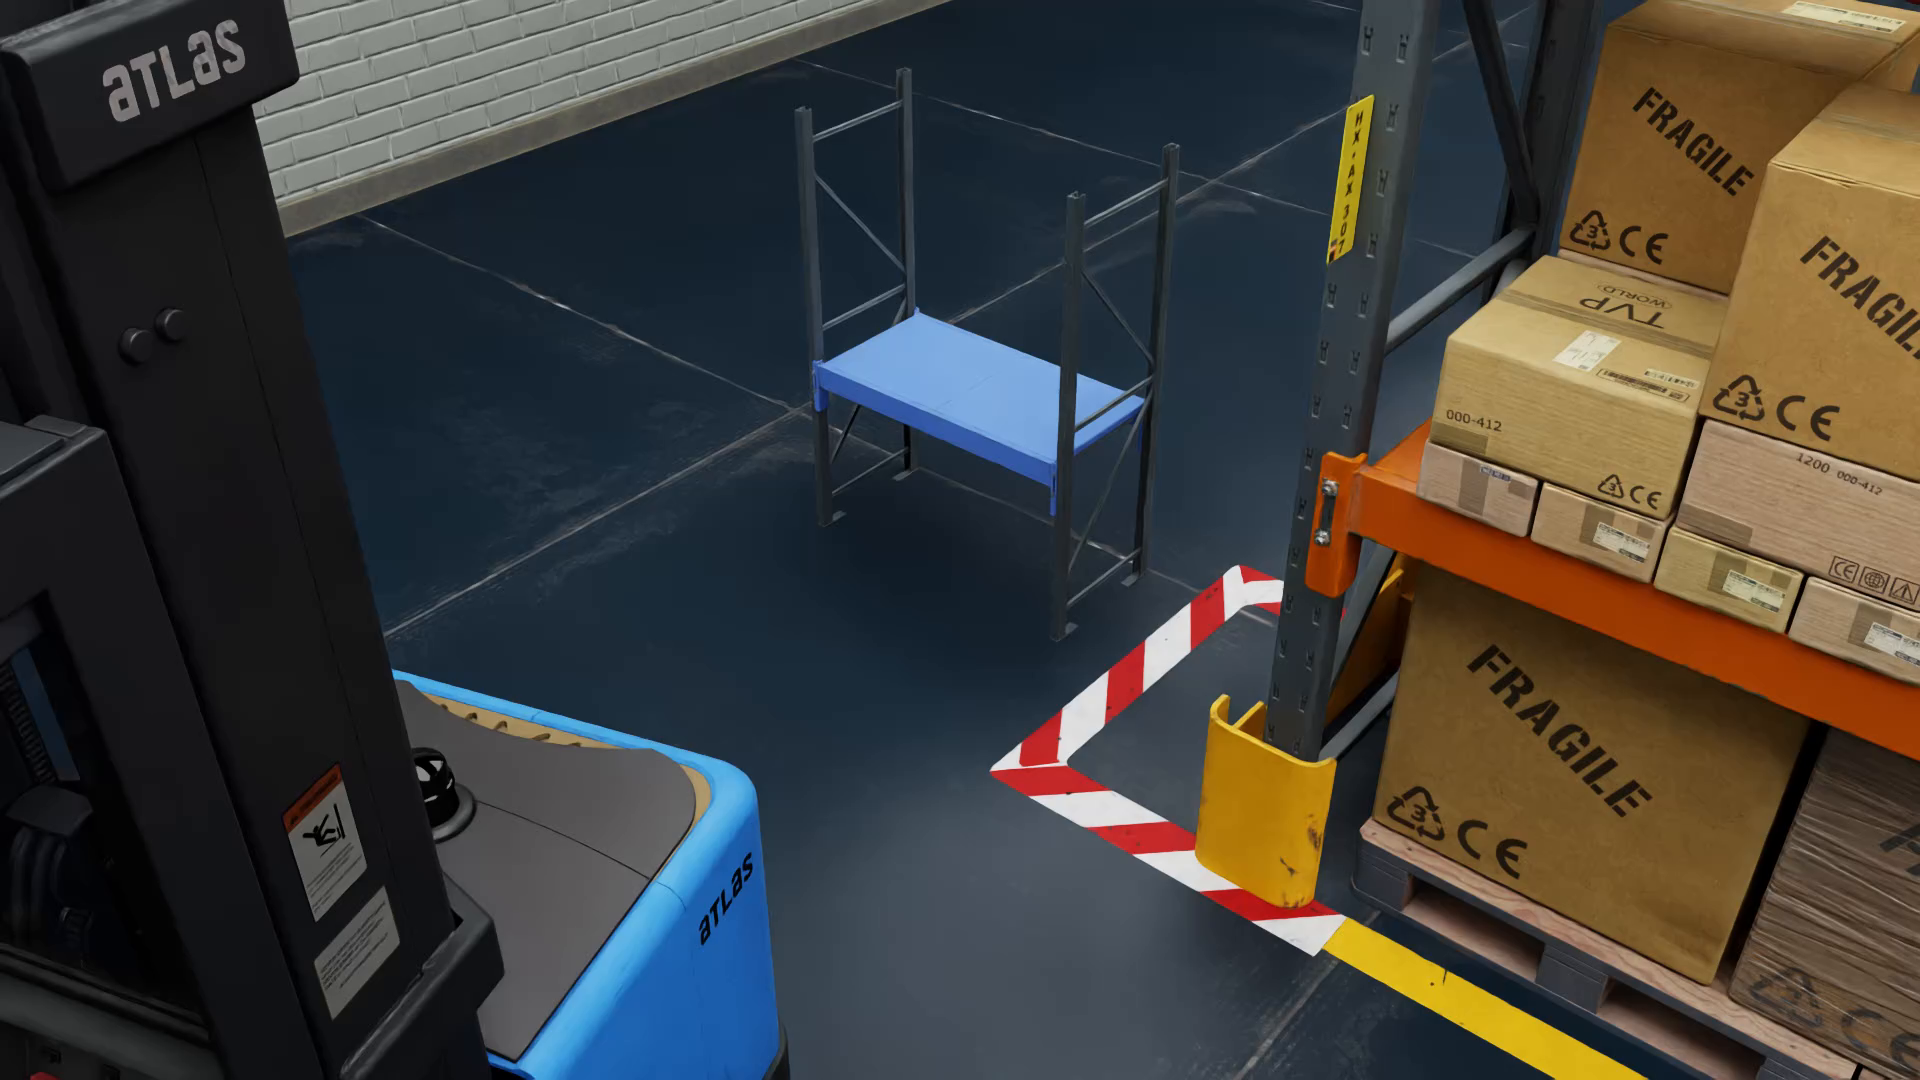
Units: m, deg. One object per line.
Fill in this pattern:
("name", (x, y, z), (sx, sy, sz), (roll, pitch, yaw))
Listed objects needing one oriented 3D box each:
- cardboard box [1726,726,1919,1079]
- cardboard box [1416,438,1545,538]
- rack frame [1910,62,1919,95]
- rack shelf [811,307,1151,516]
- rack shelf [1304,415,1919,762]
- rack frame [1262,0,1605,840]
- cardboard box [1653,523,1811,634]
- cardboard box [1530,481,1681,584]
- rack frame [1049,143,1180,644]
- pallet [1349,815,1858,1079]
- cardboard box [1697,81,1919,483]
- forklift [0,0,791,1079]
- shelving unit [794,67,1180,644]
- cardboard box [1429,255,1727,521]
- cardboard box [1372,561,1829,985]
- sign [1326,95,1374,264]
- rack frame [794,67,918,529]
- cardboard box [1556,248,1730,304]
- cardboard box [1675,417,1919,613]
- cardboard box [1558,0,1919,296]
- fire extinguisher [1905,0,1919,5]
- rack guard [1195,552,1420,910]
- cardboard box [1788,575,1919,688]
("cardboard box", (2.377, 0.666, 3.637), (0.875, 0.875, 0.875), (25, 42, 32))
("cardboard box", (1.196, -0.188, 3.596), (0.250, 0.149, 0.380), (26, 42, 32))
("rack frame", (4.386, -2.685, 7.010), (0.127, 3.000, 1.000), (25, 42, 32))
("rack shelf", (0.066, -0.439, 5.382), (1.000, 0.185, 0.538), (25, 42, 32))
("rack shelf", (2.672, 0.458, 3.070), (4.000, 0.370, 1.077), (25, 42, 32))
("rack frame", (1.135, -0.563, 3.921), (0.127, 3.000, 1.000), (25, 42, 32))
("cardboard box", (1.591, -0.003, 3.326), (0.250, 0.149, 0.380), (24, 41, 31))
("cardboard box", (1.394, -0.095, 3.461), (0.250, 0.149, 0.380), (25, 41, 31))
("rack frame", (0.456, -0.403, 5.012), (0.032, 1.500, 0.500), (25, 42, 32))
("pallet", (1.799, 0.842, 4.338), (1.213, 0.211, 1.003), (25, 42, 32))
("cardboard box", (1.715, -0.461, 2.979), (0.500, 0.500, 0.500), (24, 41, 31))
("forklift", (-1.385, 0.796, 2.002), (1.130, 2.935, 3.031), (12, 36, 17))
("shelving unit", (0.066, -0.587, 5.280), (1.048, 1.500, 0.538), (25, 42, 32))
("cardboard box", (1.331, -0.333, 3.455), (0.500, 0.250, 0.500), (24, 41, 31))
("cardboard box", (1.678, 0.336, 4.116), (0.875, 0.875, 0.875), (25, 42, 32))
("sign", (0.775, -0.714, 3.305), (0.005, 0.325, 0.100), (25, 42, 32))
("rack frame", (-0.325, -0.771, 5.549), (0.032, 1.500, 0.500), (25, 42, 32))
("cardboard box", (1.677, -0.564, 3.792), (0.500, 0.250, 0.500), (25, 41, 31))
("cardboard box", (1.734, -0.147, 3.185), (0.500, 0.250, 0.500), (25, 41, 31))
("cardboard box", (1.677, -0.871, 3.576), (0.500, 0.500, 0.500), (26, 42, 32))
("fire extinguisher", (4.487, -2.791, 7.562), (0.183, 0.674, 0.296), (25, 42, 32))
("rack guard", (1.116, 0.458, 4.641), (0.348, 0.500, 1.175), (25, 42, 32))
("cardboard box", (1.793, 0.091, 3.190), (0.250, 0.149, 0.380), (25, 41, 31))
